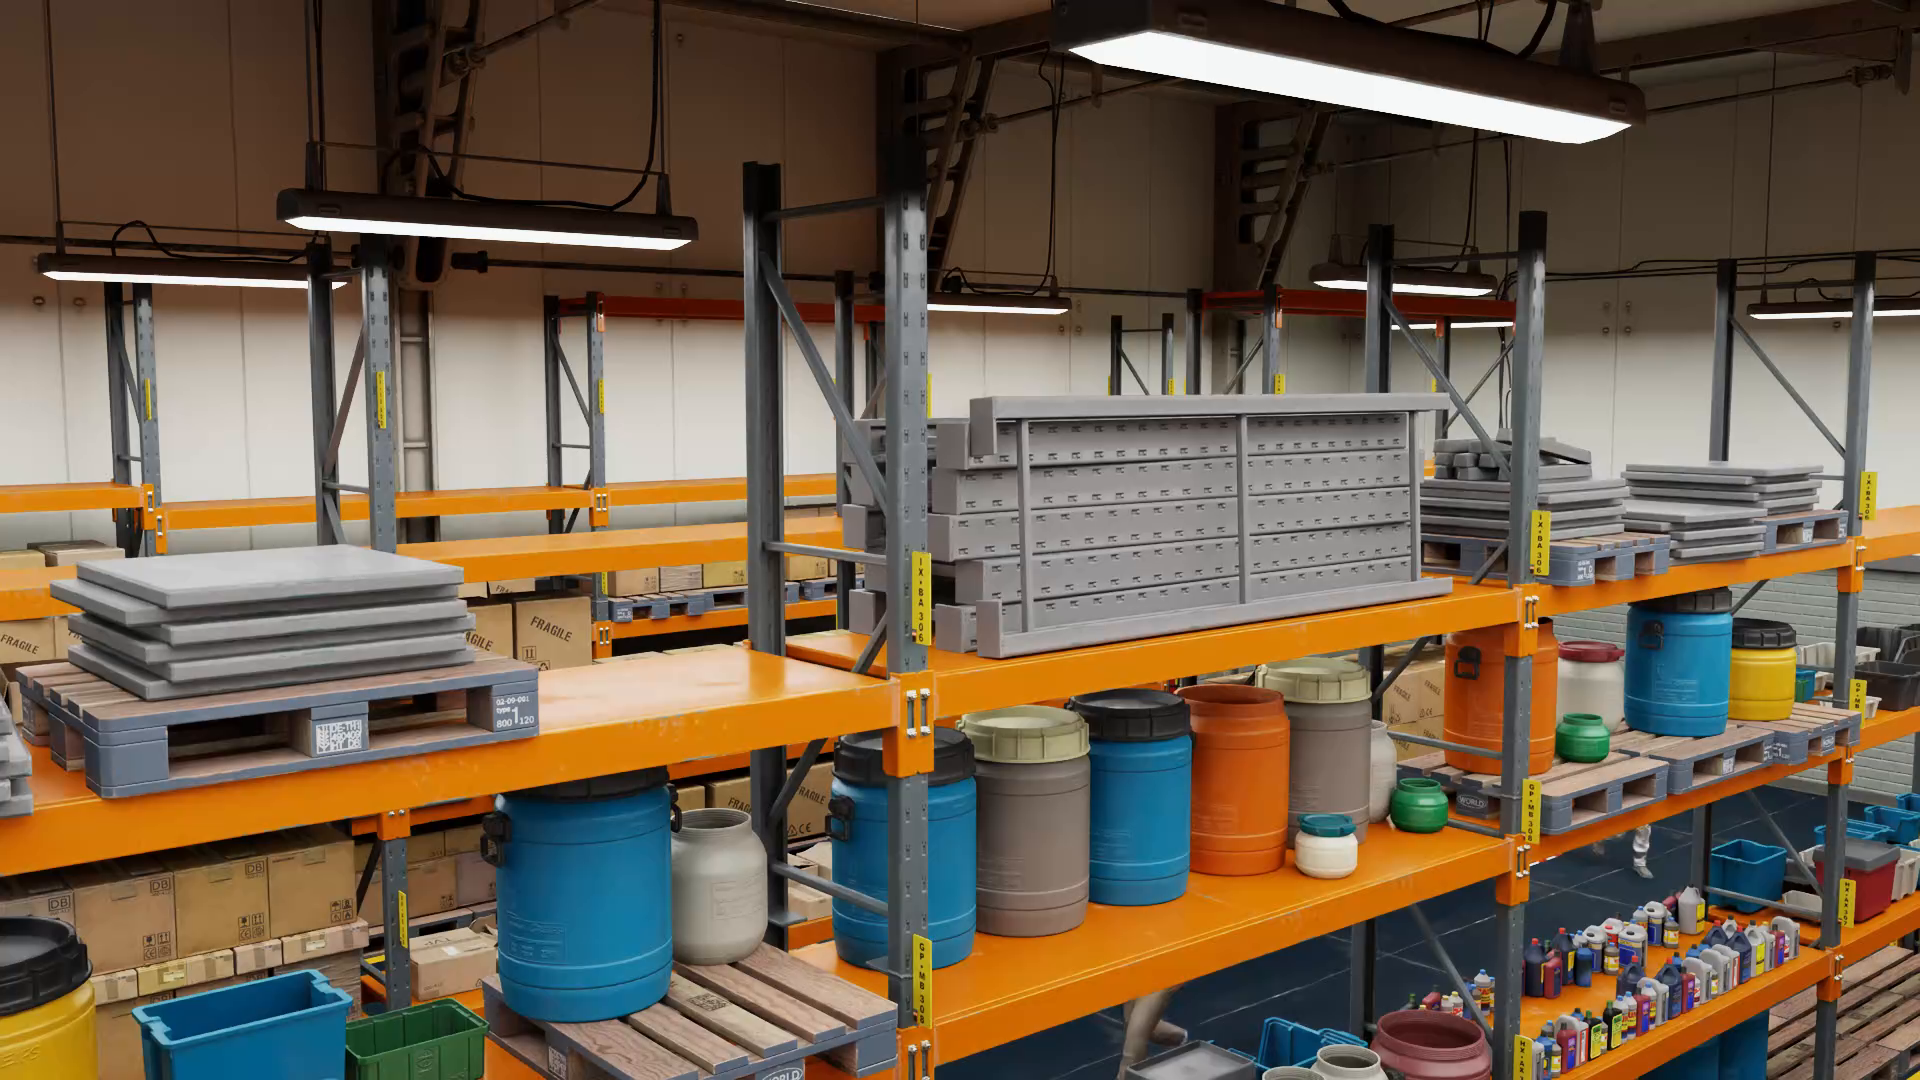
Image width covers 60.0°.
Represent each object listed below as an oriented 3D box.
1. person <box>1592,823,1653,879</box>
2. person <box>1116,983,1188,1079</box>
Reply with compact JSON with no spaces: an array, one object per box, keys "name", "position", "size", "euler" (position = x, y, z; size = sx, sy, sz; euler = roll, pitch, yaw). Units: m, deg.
[{"name":"person","position":[6.909,2.645,17.516],"size":[0.685,1.720,0.711],"euler":[-1,6,-9]},{"name":"person","position":[1.354,3.213,11.920],"size":[0.686,1.654,0.998],"euler":[5,8,44]}]
